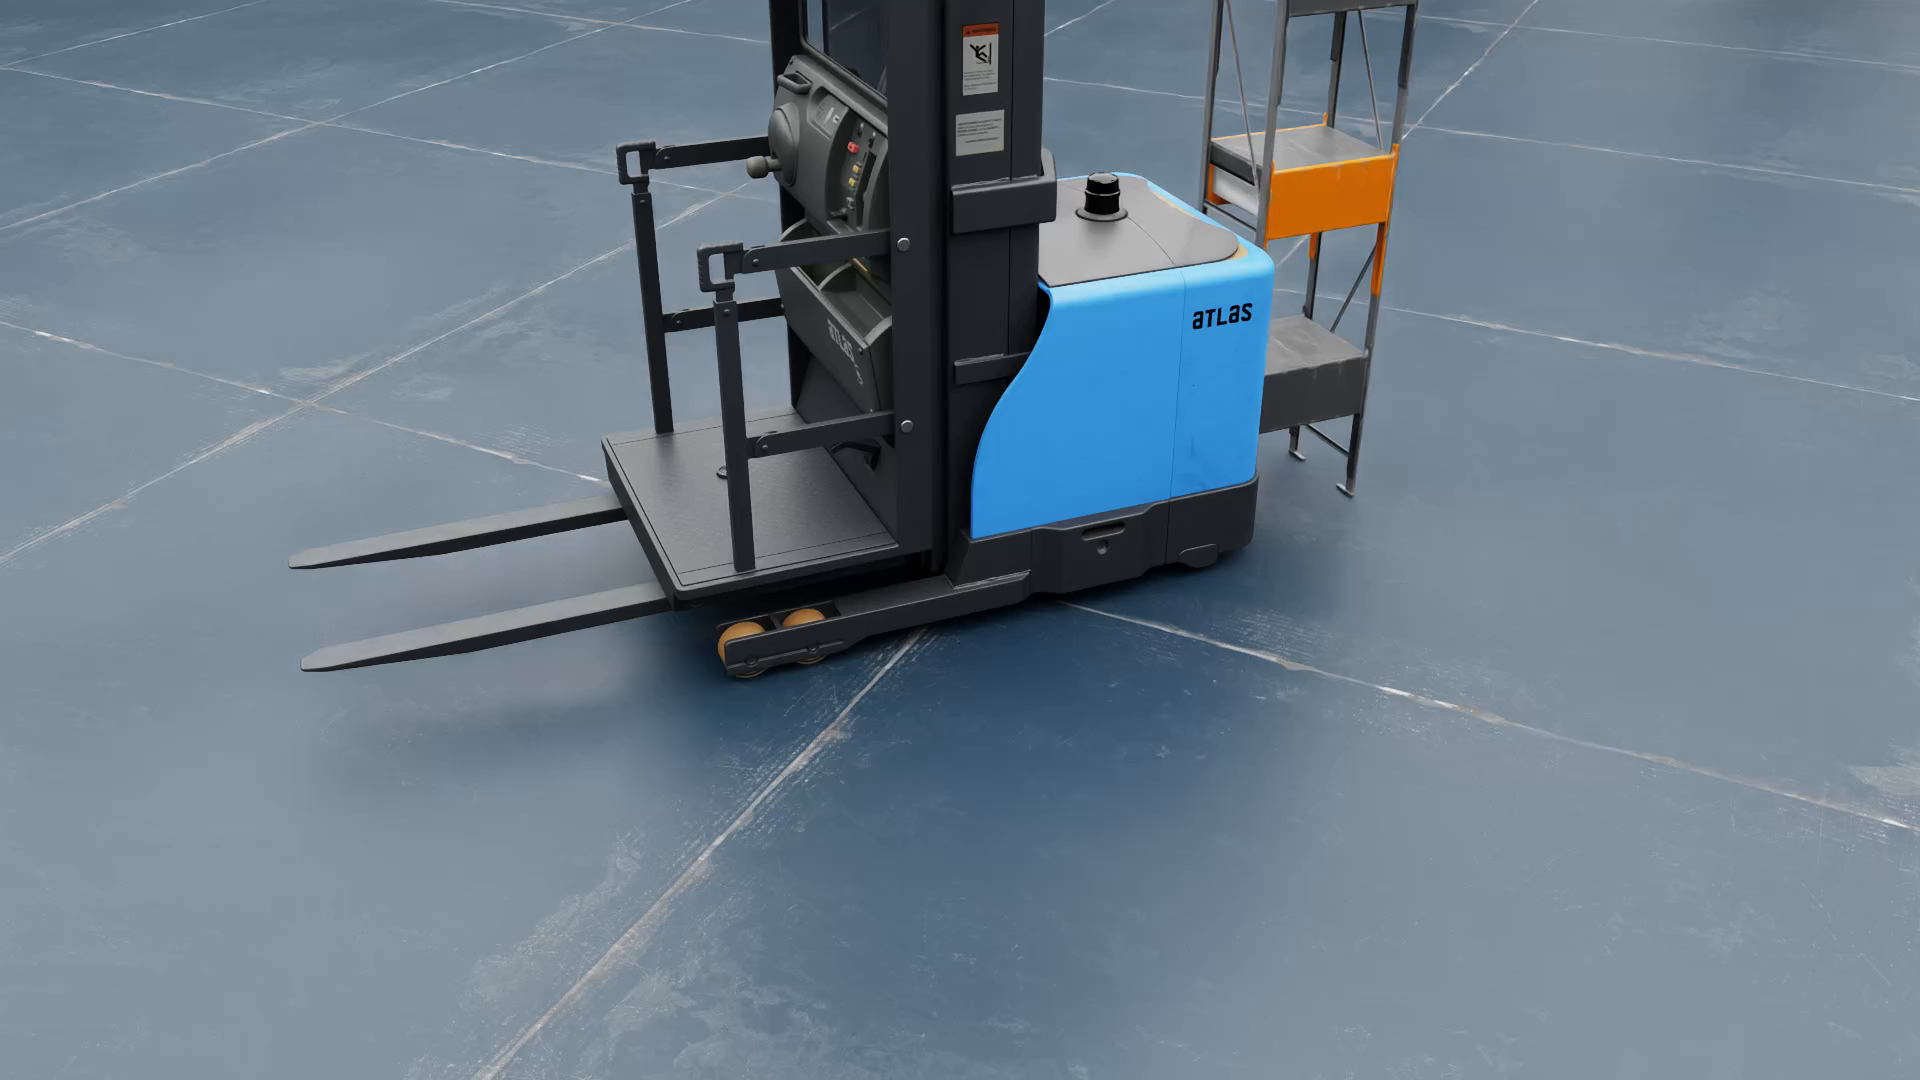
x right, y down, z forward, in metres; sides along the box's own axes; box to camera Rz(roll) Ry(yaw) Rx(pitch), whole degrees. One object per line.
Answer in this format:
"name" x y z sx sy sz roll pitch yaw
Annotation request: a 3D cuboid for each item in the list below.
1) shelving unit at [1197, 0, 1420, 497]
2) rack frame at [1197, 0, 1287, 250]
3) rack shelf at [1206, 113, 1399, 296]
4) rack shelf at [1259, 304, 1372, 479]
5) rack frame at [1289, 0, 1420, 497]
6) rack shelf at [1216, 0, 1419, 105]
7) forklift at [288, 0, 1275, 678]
"shelving unit" 1.117 -1.110 5.573 0.503 2.100 0.431 -12 32 -20
"rack frame" 0.893 -1.061 5.489 0.015 2.100 0.400 -12 32 -20
"rack shelf" 1.117 -1.098 5.580 0.480 0.518 0.431 -12 32 -20
"rack shelf" 1.116 -0.491 5.929 0.480 0.518 0.431 -12 32 -20
"rack frame" 1.340 -1.158 5.658 0.015 2.100 0.400 -12 32 -20
"rack shelf" 1.117 -1.705 5.232 0.480 0.518 0.431 -12 32 -20
"forklift" -0.576 -1.153 4.815 3.031 2.935 1.130 -12 32 -19
